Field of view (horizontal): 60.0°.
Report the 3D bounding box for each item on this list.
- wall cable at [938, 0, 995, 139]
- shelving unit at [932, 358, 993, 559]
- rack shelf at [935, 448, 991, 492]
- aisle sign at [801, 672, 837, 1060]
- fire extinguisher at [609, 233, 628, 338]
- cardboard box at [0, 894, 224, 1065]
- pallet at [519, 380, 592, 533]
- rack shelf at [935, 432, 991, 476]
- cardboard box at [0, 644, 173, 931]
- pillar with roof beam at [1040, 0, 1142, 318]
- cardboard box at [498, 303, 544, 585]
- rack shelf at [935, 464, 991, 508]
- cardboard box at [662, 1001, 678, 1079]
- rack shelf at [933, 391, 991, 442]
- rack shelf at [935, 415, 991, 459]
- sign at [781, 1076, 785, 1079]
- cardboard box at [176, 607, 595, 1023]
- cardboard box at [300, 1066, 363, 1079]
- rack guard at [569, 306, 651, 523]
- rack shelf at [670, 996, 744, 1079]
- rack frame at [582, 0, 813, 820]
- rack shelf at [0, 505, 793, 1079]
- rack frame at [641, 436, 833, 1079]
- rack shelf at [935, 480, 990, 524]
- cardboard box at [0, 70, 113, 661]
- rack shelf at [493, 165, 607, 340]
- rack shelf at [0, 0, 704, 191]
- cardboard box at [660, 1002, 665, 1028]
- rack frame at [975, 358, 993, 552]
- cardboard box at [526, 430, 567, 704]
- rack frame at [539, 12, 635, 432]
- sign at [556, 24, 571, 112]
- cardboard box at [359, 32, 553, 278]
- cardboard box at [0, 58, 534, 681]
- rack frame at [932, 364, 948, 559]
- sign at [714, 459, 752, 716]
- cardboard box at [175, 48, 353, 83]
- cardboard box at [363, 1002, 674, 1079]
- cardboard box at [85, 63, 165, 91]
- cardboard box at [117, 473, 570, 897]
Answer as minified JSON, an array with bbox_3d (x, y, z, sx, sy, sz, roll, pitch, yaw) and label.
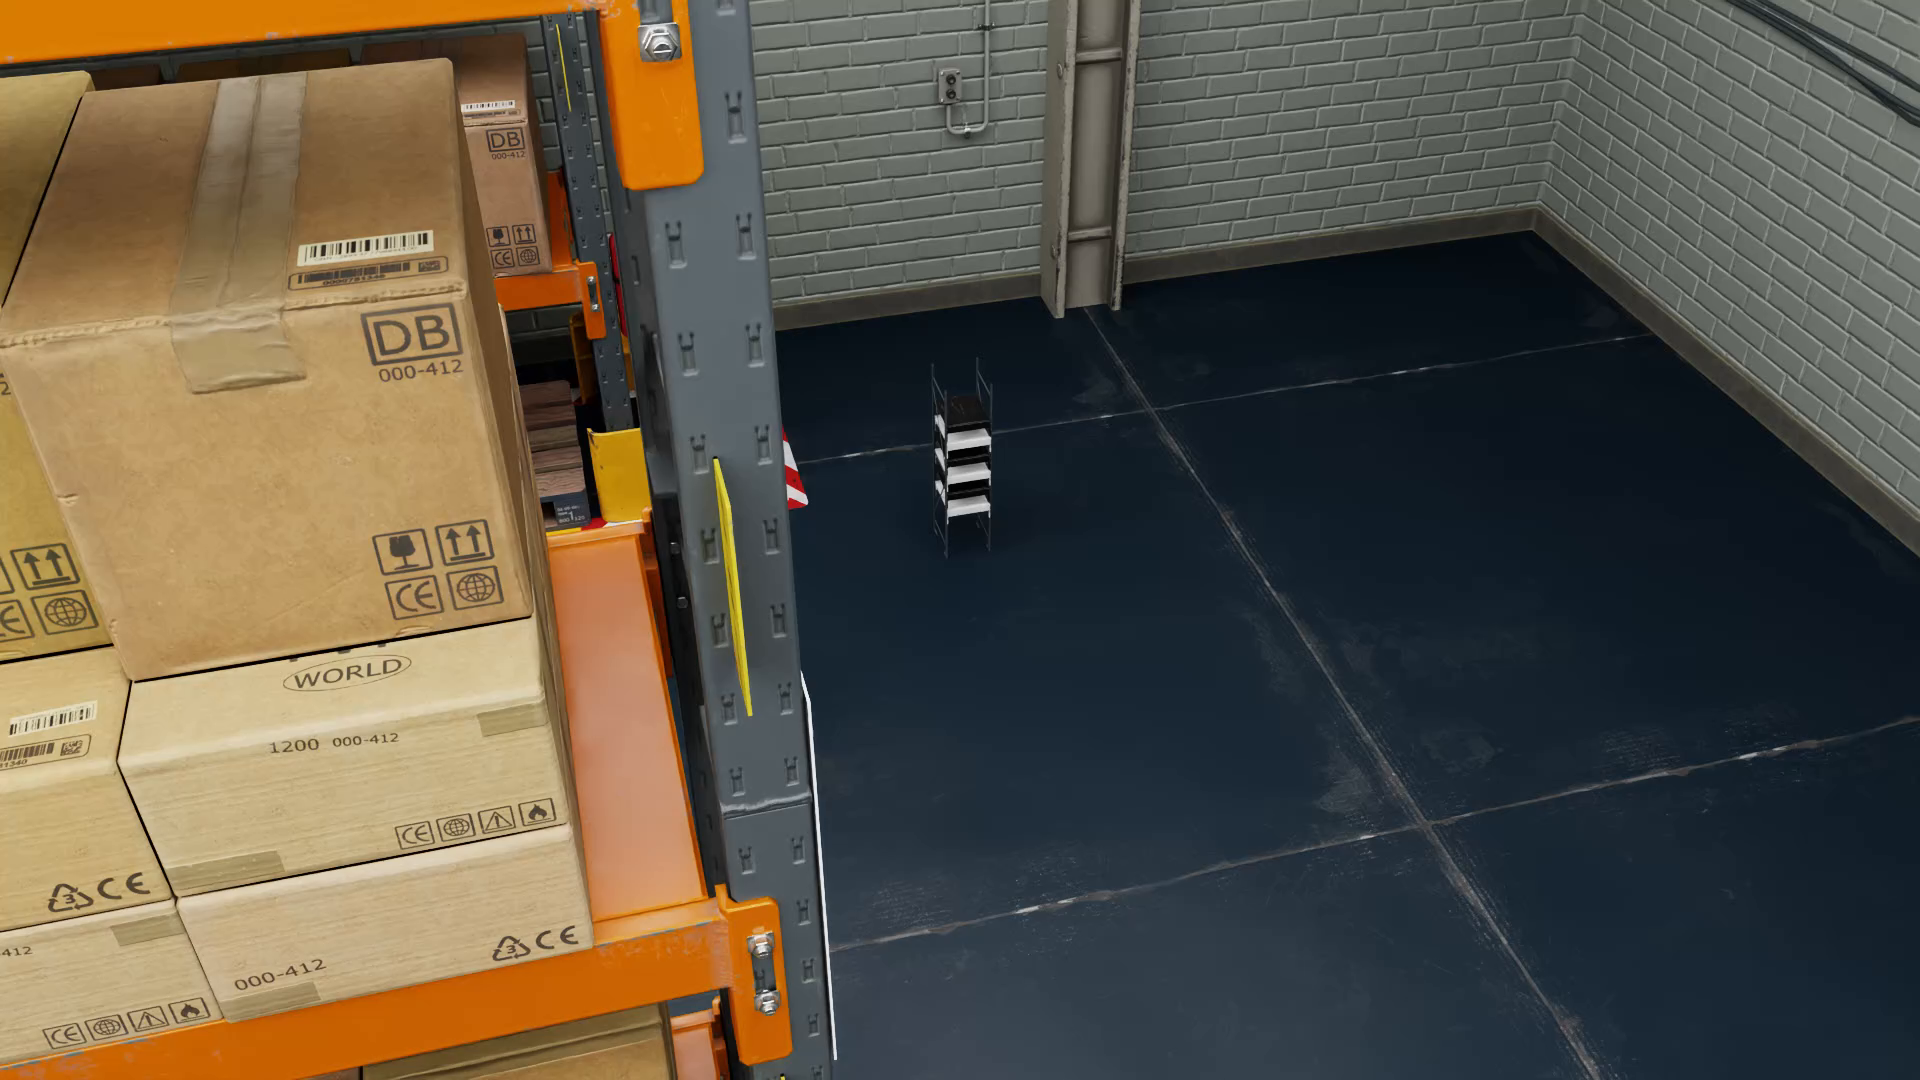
[{"bbox_3d":[-0.704,-2.790,8.092,1.851,1.984,0.084,-9,38,-12],"label":"wall cable"},{"bbox_3d":[0.008,-0.359,7.478,0.210,0.900,0.258,-9,38,-12],"label":"shelving unit"},{"bbox_3d":[0.008,-0.332,7.499,0.200,0.077,0.258,-9,38,-12],"label":"rack shelf"},{"bbox_3d":[-0.252,0.413,2.602,0.004,0.787,0.394,-9,38,-12],"label":"aisle sign"},{"bbox_3d":[-1.427,-1.203,7.225,0.183,0.674,0.296,-9,38,-12],"label":"fire extinguisher"},{"bbox_3d":[-1.311,0.453,2.343,0.500,0.250,0.500,-9,38,-12],"label":"cardboard box"},{"bbox_3d":[-2.445,-0.349,8.032,1.213,0.211,1.003,-9,38,-12],"label":"pallet"},{"bbox_3d":[0.008,-0.404,7.444,0.200,0.077,0.258,-9,38,-12],"label":"rack shelf"},{"bbox_3d":[-1.310,0.256,2.189,0.500,0.250,0.500,-9,38,-12],"label":"cardboard box"},{"bbox_3d":[1.810,-2.421,3.509,0.400,9.000,9.100,-9,38,-12],"label":"pillar with roof beam"},{"bbox_3d":[-0.962,-0.125,2.688,0.500,0.250,0.500,-9,38,-12],"label":"cardboard box"},{"bbox_3d":[0.008,-0.261,7.553,0.200,0.077,0.258,-9,38,-12],"label":"rack shelf"},{"bbox_3d":[-0.895,1.152,3.693,0.500,0.500,0.500,-9,38,-11],"label":"cardboard box"},{"bbox_3d":[0.008,-0.547,7.334,0.200,0.077,0.258,-9,38,-12],"label":"rack shelf"},{"bbox_3d":[0.008,-0.475,7.389,0.200,0.077,0.258,-9,38,-12],"label":"rack shelf"},{"bbox_3d":[-0.273,1.020,2.735,0.005,0.325,0.100,-9,38,-12],"label":"sign"},{"bbox_3d":[-0.825,0.381,2.438,0.500,0.250,0.500,-9,38,-12],"label":"cardboard box"},{"bbox_3d":[-1.244,1.152,2.870,0.500,0.500,0.500,-8,38,-11],"label":"cardboard box"},{"bbox_3d":[-1.670,-0.640,8.175,0.348,0.500,1.175,-9,38,-12],"label":"rack guard"},{"bbox_3d":[-2.329,1.879,3.417,4.000,0.370,1.077,-9,38,-12],"label":"rack shelf"},{"bbox_3d":[-0.398,-1.106,1.790,0.127,3.000,1.000,-9,38,-12],"label":"rack frame"},{"bbox_3d":[-2.329,0.687,2.506,4.000,0.370,1.077,-9,38,-12],"label":"rack shelf"},{"bbox_3d":[-0.398,1.276,3.613,0.127,3.000,1.000,-9,38,-12],"label":"rack frame"},{"bbox_3d":[0.008,-0.189,7.608,0.200,0.077,0.258,-9,38,-12],"label":"rack shelf"},{"bbox_3d":[-1.395,-0.231,2.210,0.500,0.500,0.700,-9,38,-12],"label":"cardboard box"},{"bbox_3d":[-3.624,-1.026,7.215,4.000,0.370,1.077,-9,38,-12],"label":"rack shelf"},{"bbox_3d":[-2.329,-0.503,1.595,4.000,0.370,1.077,-9,38,-12],"label":"rack shelf"},{"bbox_3d":[-0.895,0.755,3.389,0.500,0.500,0.500,-8,38,-11],"label":"cardboard box"},{"bbox_3d":[0.106,-0.375,7.499,0.006,0.900,0.240,-9,38,-12],"label":"rack frame"},{"bbox_3d":[-0.960,0.077,2.835,0.500,0.250,0.500,-9,38,-12],"label":"cardboard box"},{"bbox_3d":[-1.693,-1.629,7.410,0.127,3.000,1.000,-9,38,-12],"label":"rack frame"},{"bbox_3d":[-1.565,-1.862,6.568,0.005,0.325,0.100,-9,38,-12],"label":"sign"},{"bbox_3d":[-2.183,-1.661,7.206,0.700,0.700,0.980,-8,38,-10],"label":"cardboard box"},{"bbox_3d":[-0.890,-0.261,2.248,0.500,0.500,0.700,-9,38,-12],"label":"cardboard box"},{"bbox_3d":[-0.090,-0.343,7.457,0.006,0.900,0.240,-9,38,-12],"label":"rack frame"},{"bbox_3d":[-0.273,0.062,2.003,0.005,0.325,0.100,-9,38,-12],"label":"sign"},{"bbox_3d":[-2.883,-1.539,7.047,0.700,0.700,0.980,-10,38,-12],"label":"cardboard box"},{"bbox_3d":[-0.756,1.071,2.976,0.500,0.500,0.500,-10,38,-12],"label":"cardboard box"},{"bbox_3d":[-3.621,-1.424,6.896,0.700,0.700,0.980,-11,39,-14],"label":"cardboard box"},{"bbox_3d":[-0.828,0.177,2.293,0.500,0.250,0.500,-9,38,-12],"label":"cardboard box"}]
